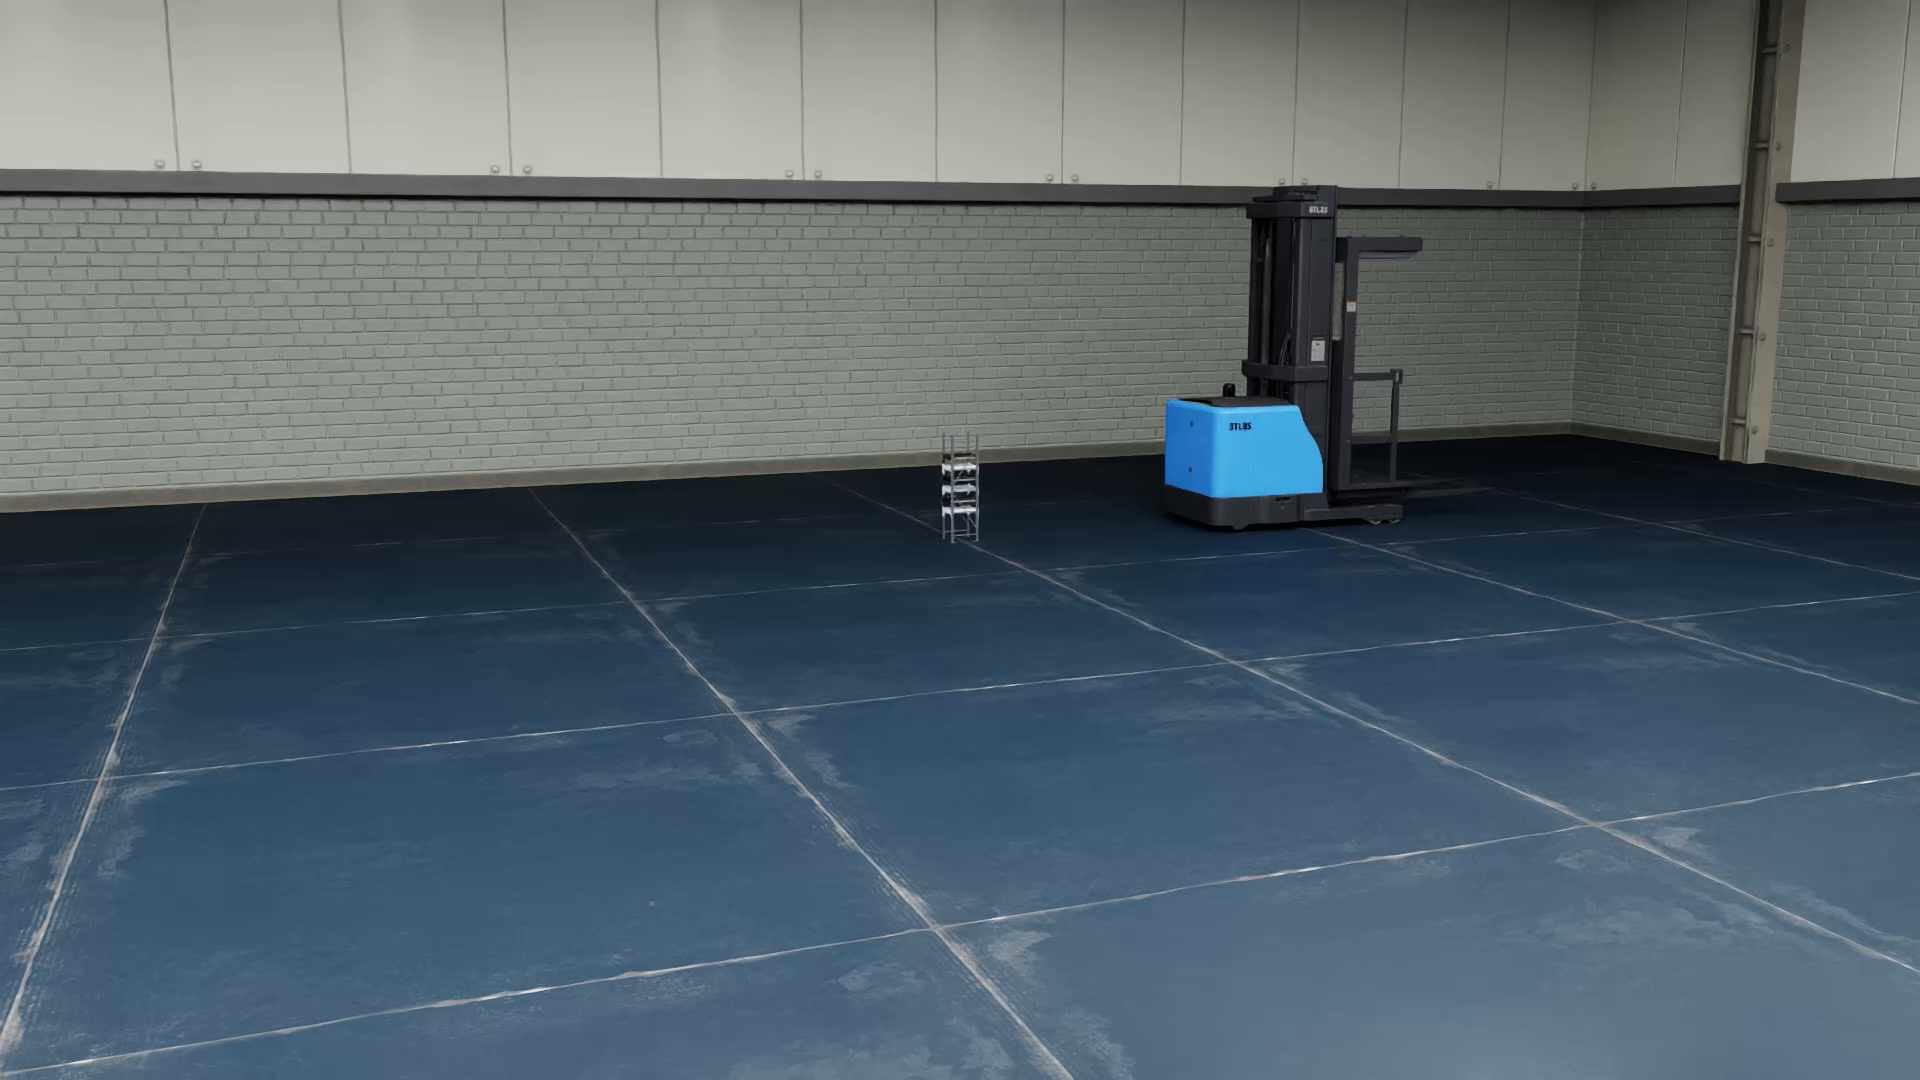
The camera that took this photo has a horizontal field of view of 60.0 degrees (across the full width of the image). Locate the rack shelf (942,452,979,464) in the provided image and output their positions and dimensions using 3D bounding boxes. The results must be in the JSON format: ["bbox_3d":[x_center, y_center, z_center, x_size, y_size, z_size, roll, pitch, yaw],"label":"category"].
[{"bbox_3d":[0.003,-0.675,13.792,0.258,0.077,0.200,-4,11,-21],"label":"rack shelf"}]

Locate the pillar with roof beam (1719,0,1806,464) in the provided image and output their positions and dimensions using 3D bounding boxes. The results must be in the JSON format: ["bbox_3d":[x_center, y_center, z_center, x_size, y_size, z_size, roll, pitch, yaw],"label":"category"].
[{"bbox_3d":[4.919,-5.057,16.656,9.100,9.000,0.400,-4,11,-21],"label":"pillar with roof beam"}]

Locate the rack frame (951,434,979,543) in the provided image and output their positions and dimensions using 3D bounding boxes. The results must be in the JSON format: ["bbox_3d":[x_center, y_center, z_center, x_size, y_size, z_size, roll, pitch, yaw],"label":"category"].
[{"bbox_3d":[0.040,-0.425,13.741,0.240,0.900,0.006,-4,11,-21],"label":"rack frame"}]

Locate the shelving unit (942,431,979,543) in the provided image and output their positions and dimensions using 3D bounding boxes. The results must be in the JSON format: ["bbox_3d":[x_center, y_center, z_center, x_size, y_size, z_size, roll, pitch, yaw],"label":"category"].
[{"bbox_3d":[0.003,-0.442,13.834,0.258,0.900,0.210,-4,11,-21],"label":"shelving unit"}]

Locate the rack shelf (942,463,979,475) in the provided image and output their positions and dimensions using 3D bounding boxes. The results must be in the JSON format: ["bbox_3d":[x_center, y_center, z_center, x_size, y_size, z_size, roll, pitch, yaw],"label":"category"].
[{"bbox_3d":[0.003,-0.586,13.808,0.258,0.077,0.200,-4,11,-21],"label":"rack shelf"}]

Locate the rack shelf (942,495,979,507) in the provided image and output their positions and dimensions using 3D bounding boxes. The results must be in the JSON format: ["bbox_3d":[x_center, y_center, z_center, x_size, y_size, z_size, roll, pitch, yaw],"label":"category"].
[{"bbox_3d":[0.003,-0.320,13.855,0.258,0.077,0.200,-4,11,-21],"label":"rack shelf"}]

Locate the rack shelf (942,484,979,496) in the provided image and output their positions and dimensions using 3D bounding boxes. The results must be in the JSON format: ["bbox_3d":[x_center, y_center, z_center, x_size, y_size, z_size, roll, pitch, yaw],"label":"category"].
[{"bbox_3d":[0.003,-0.409,13.840,0.258,0.077,0.200,-4,11,-21],"label":"rack shelf"}]

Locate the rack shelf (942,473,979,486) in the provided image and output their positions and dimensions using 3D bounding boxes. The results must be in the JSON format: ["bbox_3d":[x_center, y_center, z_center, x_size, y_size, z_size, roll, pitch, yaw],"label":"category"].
[{"bbox_3d":[0.003,-0.498,13.824,0.258,0.077,0.200,-4,11,-21],"label":"rack shelf"}]

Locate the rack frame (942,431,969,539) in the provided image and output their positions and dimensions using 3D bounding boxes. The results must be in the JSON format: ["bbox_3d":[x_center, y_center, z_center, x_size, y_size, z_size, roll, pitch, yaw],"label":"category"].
[{"bbox_3d":[-0.034,-0.458,13.927,0.240,0.900,0.006,-4,11,-21],"label":"rack frame"}]

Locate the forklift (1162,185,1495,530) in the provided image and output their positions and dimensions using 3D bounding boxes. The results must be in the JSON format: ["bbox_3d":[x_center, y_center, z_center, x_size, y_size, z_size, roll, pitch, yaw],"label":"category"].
[{"bbox_3d":[3.404,-1.664,14.906,3.031,2.935,1.130,-4,11,-20],"label":"forklift"}]

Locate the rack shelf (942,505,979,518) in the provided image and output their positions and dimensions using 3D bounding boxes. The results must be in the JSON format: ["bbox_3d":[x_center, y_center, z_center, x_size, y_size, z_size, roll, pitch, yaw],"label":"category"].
[{"bbox_3d":[0.003,-0.232,13.871,0.258,0.077,0.200,-4,11,-21],"label":"rack shelf"}]
